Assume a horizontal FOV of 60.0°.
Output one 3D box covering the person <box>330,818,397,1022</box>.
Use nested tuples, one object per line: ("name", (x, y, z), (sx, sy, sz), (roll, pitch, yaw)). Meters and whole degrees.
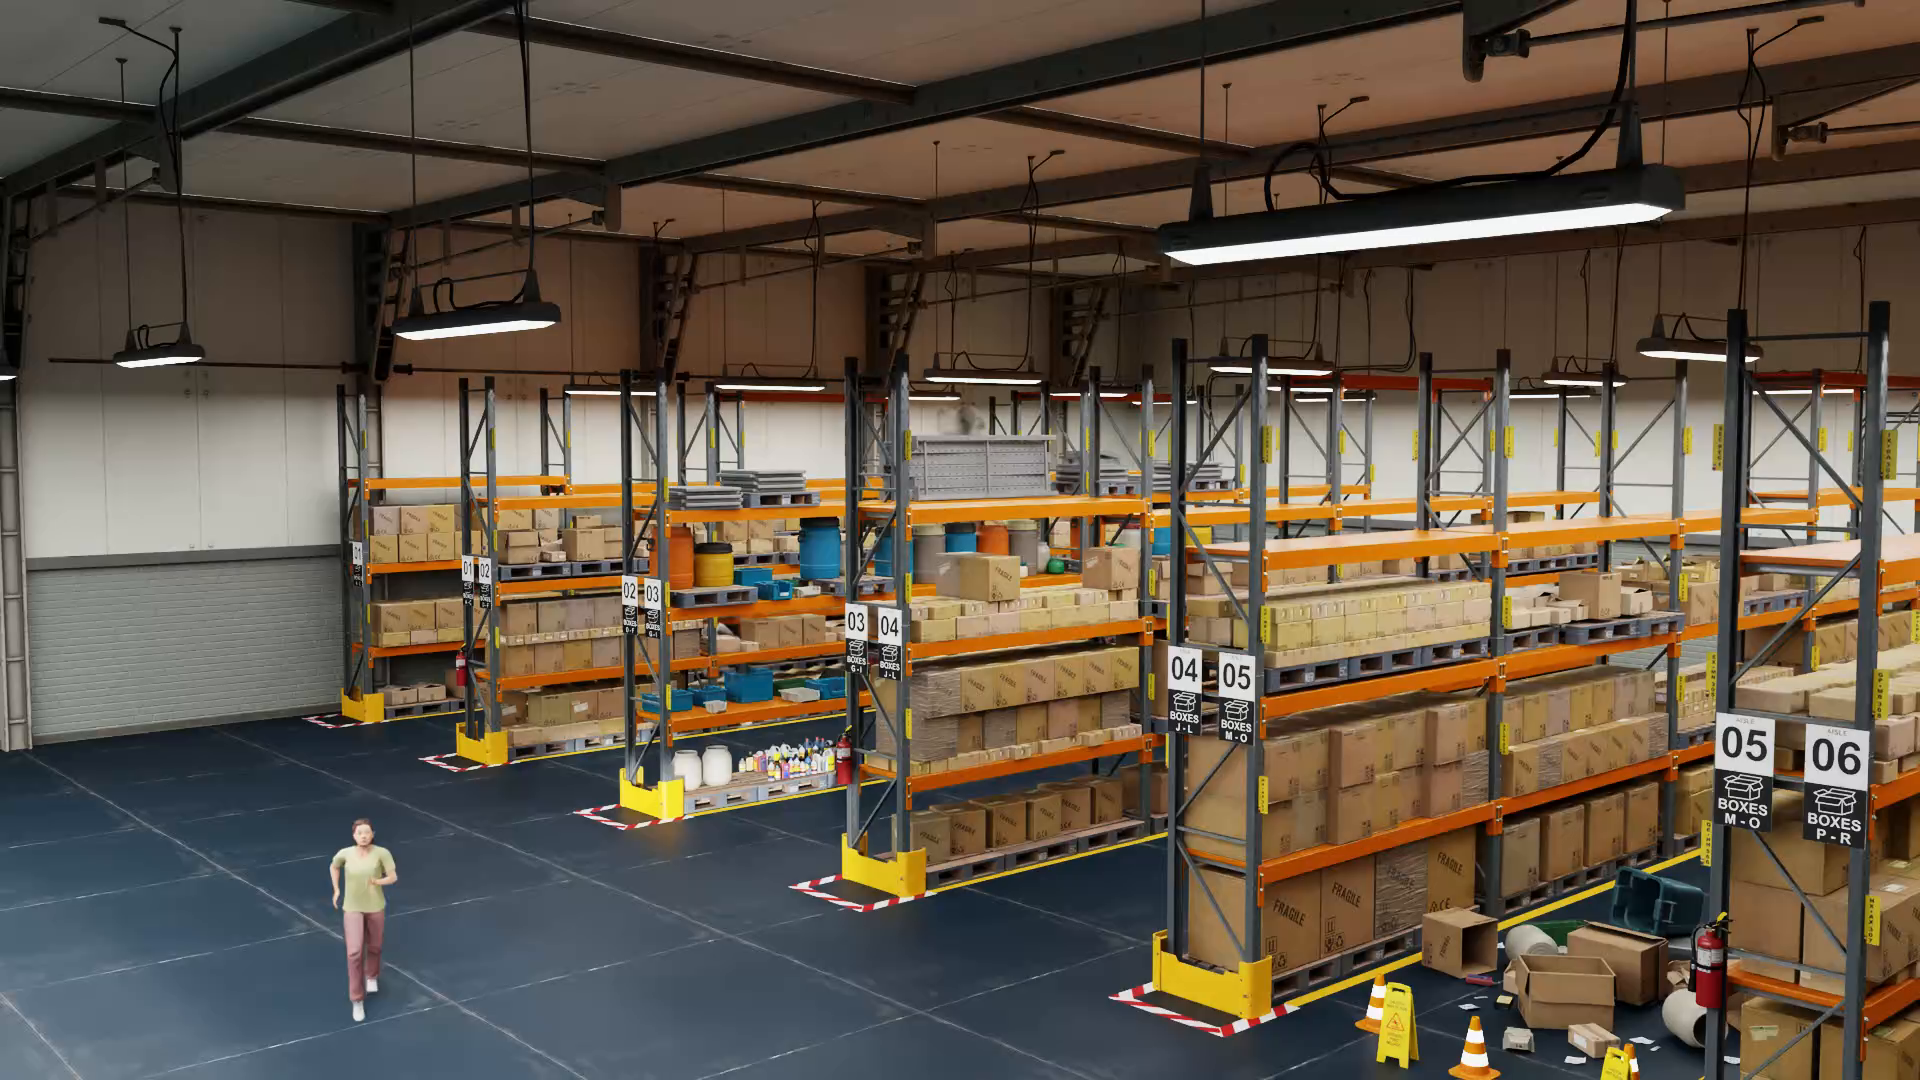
("person", (-5.329, 3.338, 14.895), (0.552, 1.715, 0.830), (-2, 4, -22))

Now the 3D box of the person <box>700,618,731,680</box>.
("person", (-4.770, 2.202, 31.725), (0.669, 1.773, 0.676), (4, 5, 44))
